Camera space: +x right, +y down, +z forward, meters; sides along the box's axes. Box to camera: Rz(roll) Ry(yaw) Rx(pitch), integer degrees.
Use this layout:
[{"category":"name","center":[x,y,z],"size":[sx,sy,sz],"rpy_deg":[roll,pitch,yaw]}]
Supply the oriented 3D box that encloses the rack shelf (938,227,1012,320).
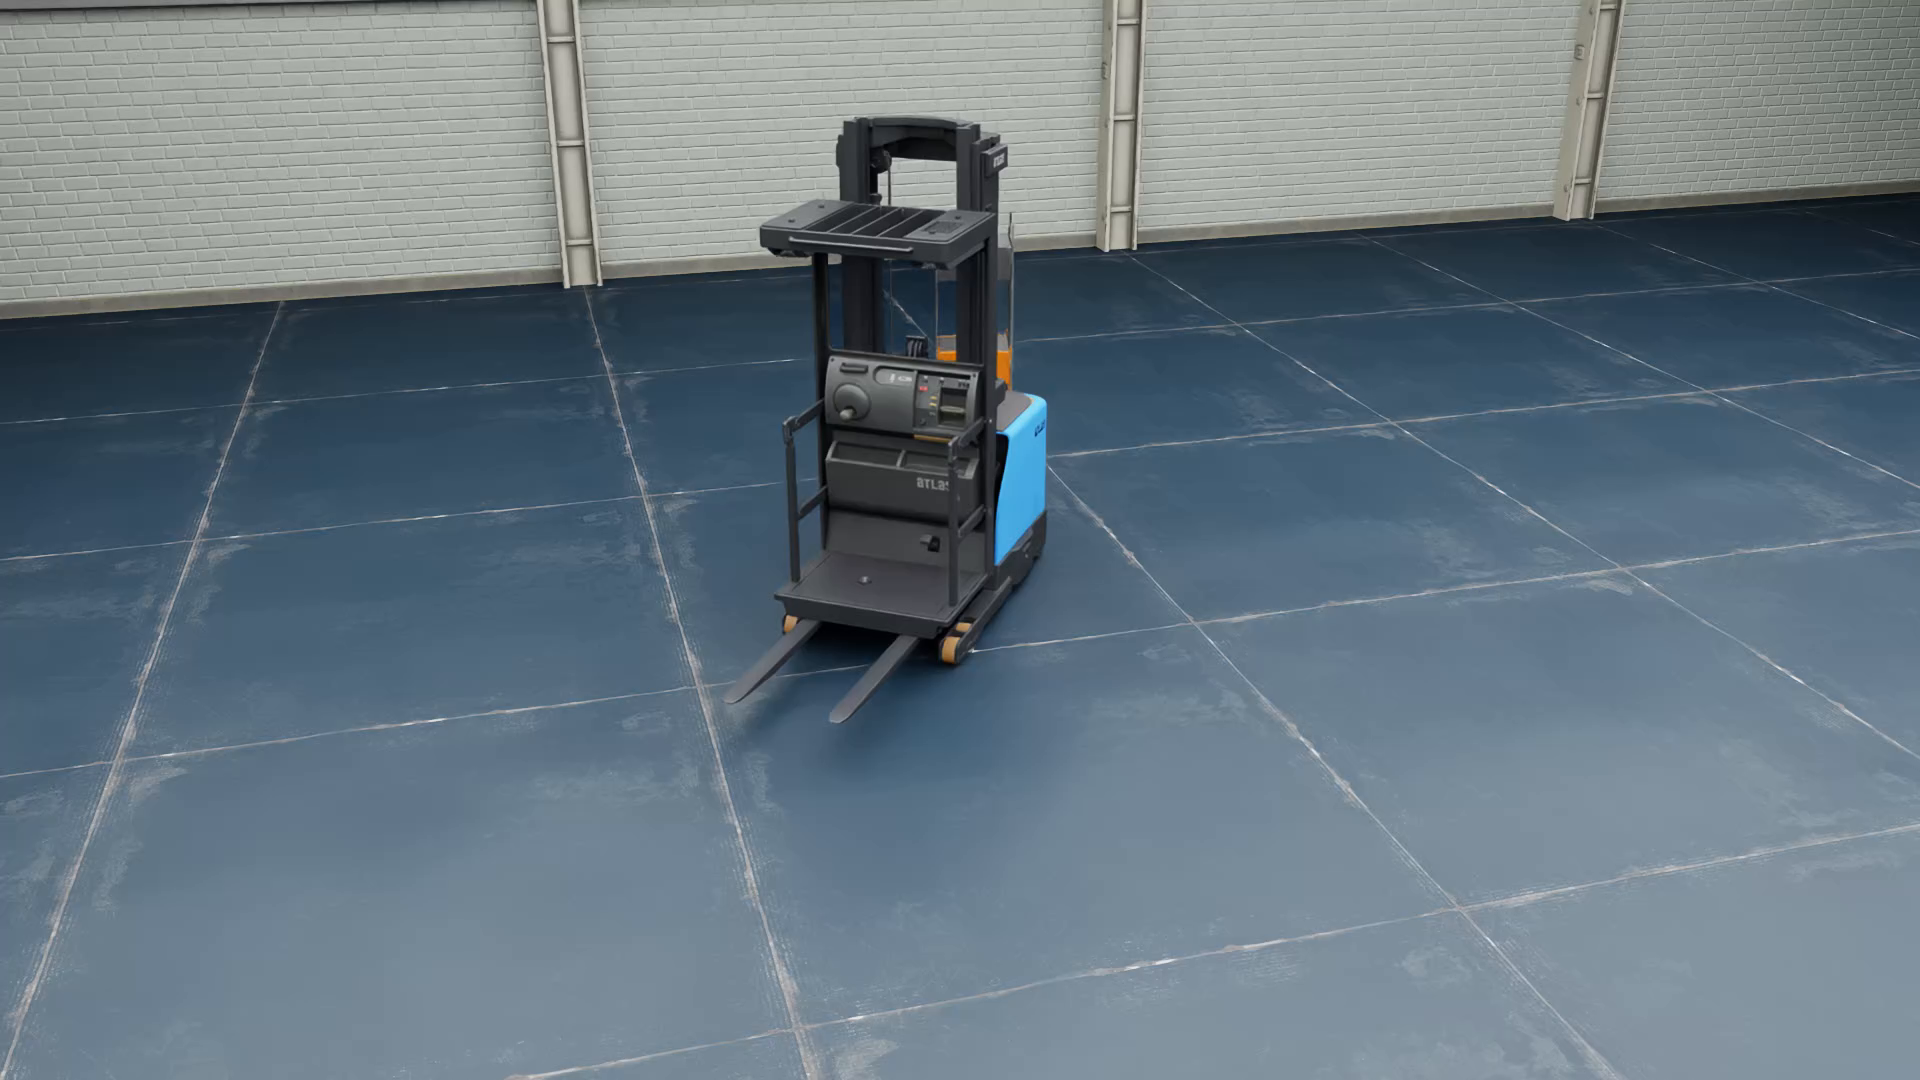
[{"category":"rack shelf","center":[0.091,-1.754,10.934],"size":[0.480,0.518,0.431],"rpy_deg":[0,23,-1]}]

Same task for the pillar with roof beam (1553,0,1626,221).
[{"category":"pillar with roof beam","center":[8.730,-6.491,14.966],"size":[0.400,9.000,9.100],"rpy_deg":[-6,24,-14]}]

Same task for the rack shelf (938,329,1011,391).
[{"category":"rack shelf","center":[0.091,-1.110,11.210],"size":[0.480,0.518,0.431],"rpy_deg":[0,23,-1]}]

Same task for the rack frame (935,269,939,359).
[{"category":"rack frame","center":[-0.152,-1.121,11.200],"size":[0.015,2.100,0.400],"rpy_deg":[0,23,-1]}]

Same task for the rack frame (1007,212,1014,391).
[{"category":"rack frame","center":[0.335,-1.125,11.209],"size":[0.015,2.100,0.400],"rpy_deg":[0,23,-1]}]

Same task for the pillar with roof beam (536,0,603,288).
[{"category":"pillar with roof beam","center":[-2.824,-5.213,11.987],"size":[0.400,9.000,9.100],"rpy_deg":[-6,24,-14]}]

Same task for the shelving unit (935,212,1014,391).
[{"category":"shelving unit","center":[0.091,-1.123,11.204],"size":[0.503,2.100,0.431],"rpy_deg":[0,23,-1]}]

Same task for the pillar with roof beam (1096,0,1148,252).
[{"category":"pillar with roof beam","center":[2.953,-5.852,13.476],"size":[0.400,9.000,9.100],"rpy_deg":[-6,24,-14]}]

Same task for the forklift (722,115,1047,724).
[{"category":"forklift","center":[-0.412,-0.810,9.420],"size":[1.130,2.935,3.031],"rpy_deg":[8,25,18]}]
